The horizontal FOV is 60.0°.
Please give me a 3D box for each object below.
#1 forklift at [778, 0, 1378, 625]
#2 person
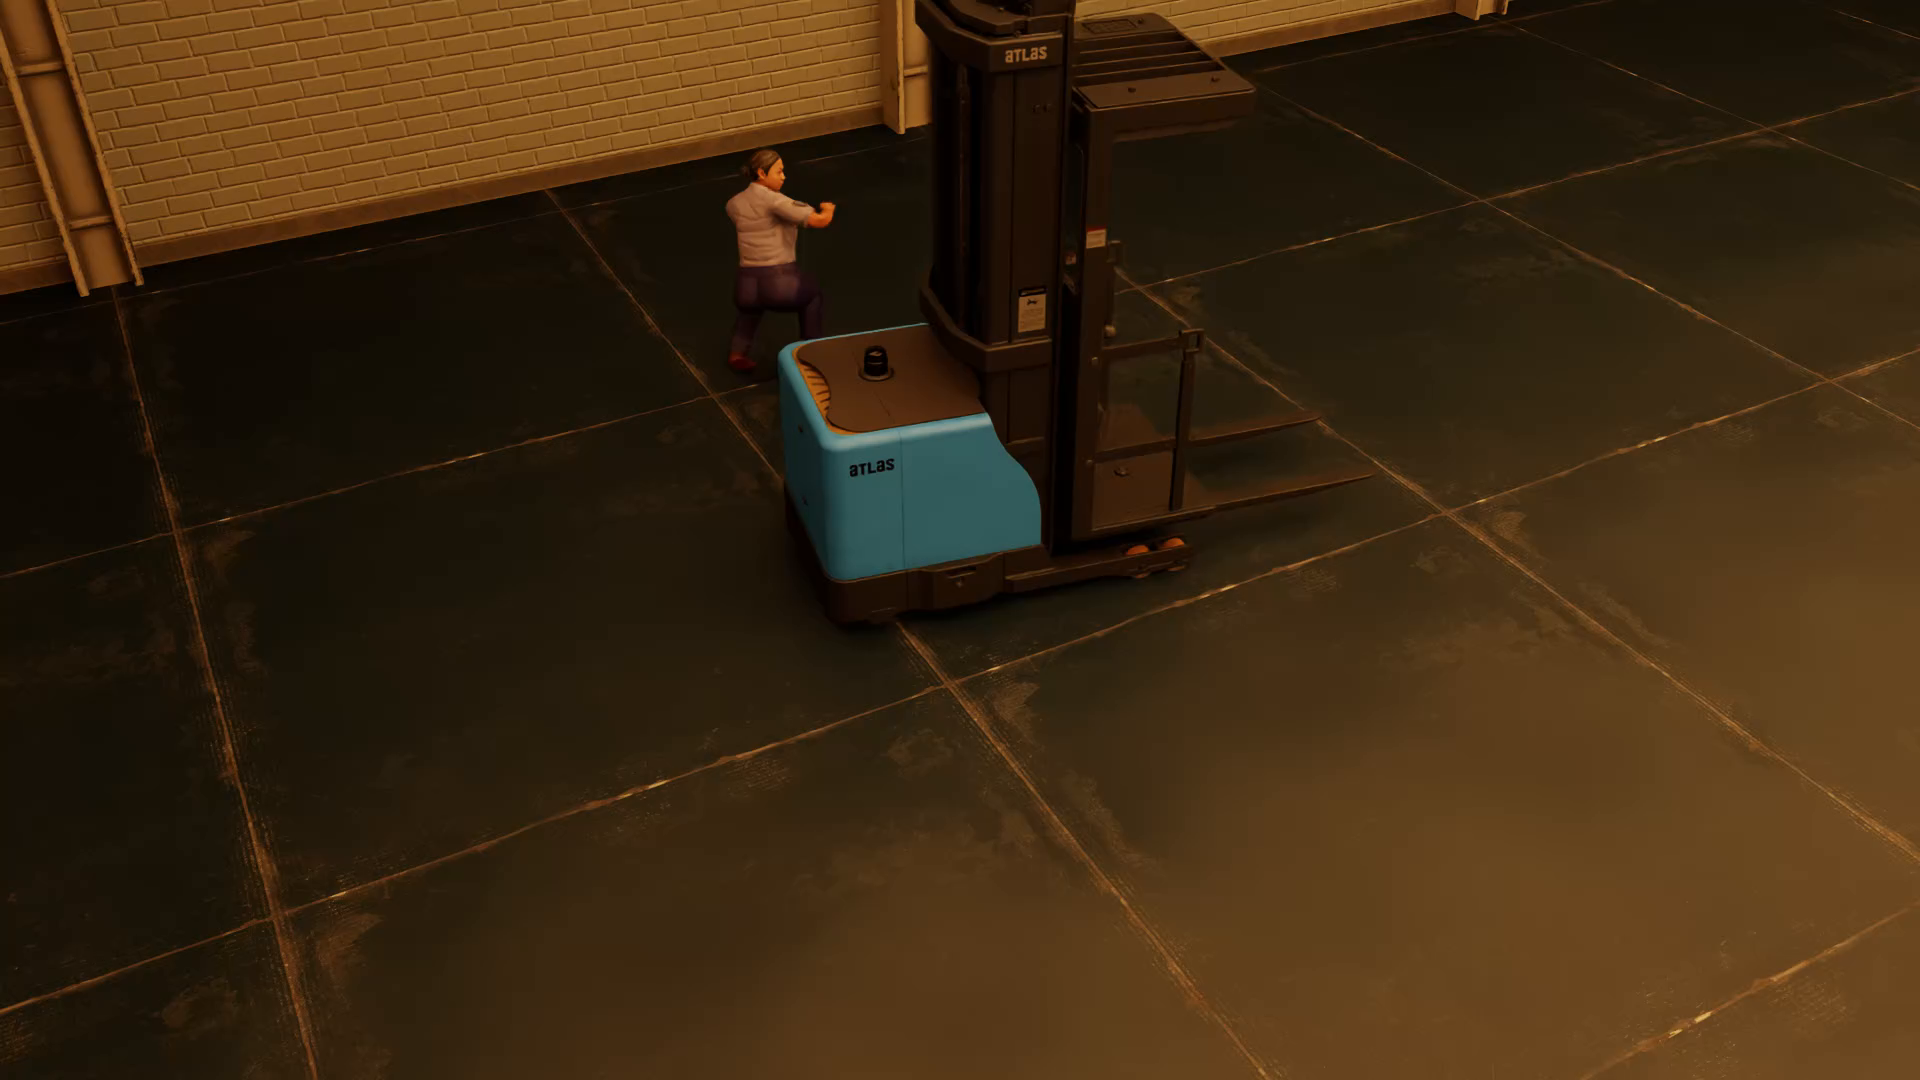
[{"bbox_3d":[0.666,-1.283,7.938,3.031,2.935,1.130,-11,37,-15],"label":"forklift"},{"bbox_3d":[-1.035,-1.632,9.800,0.739,1.390,0.882,11,37,15],"label":"person"}]
